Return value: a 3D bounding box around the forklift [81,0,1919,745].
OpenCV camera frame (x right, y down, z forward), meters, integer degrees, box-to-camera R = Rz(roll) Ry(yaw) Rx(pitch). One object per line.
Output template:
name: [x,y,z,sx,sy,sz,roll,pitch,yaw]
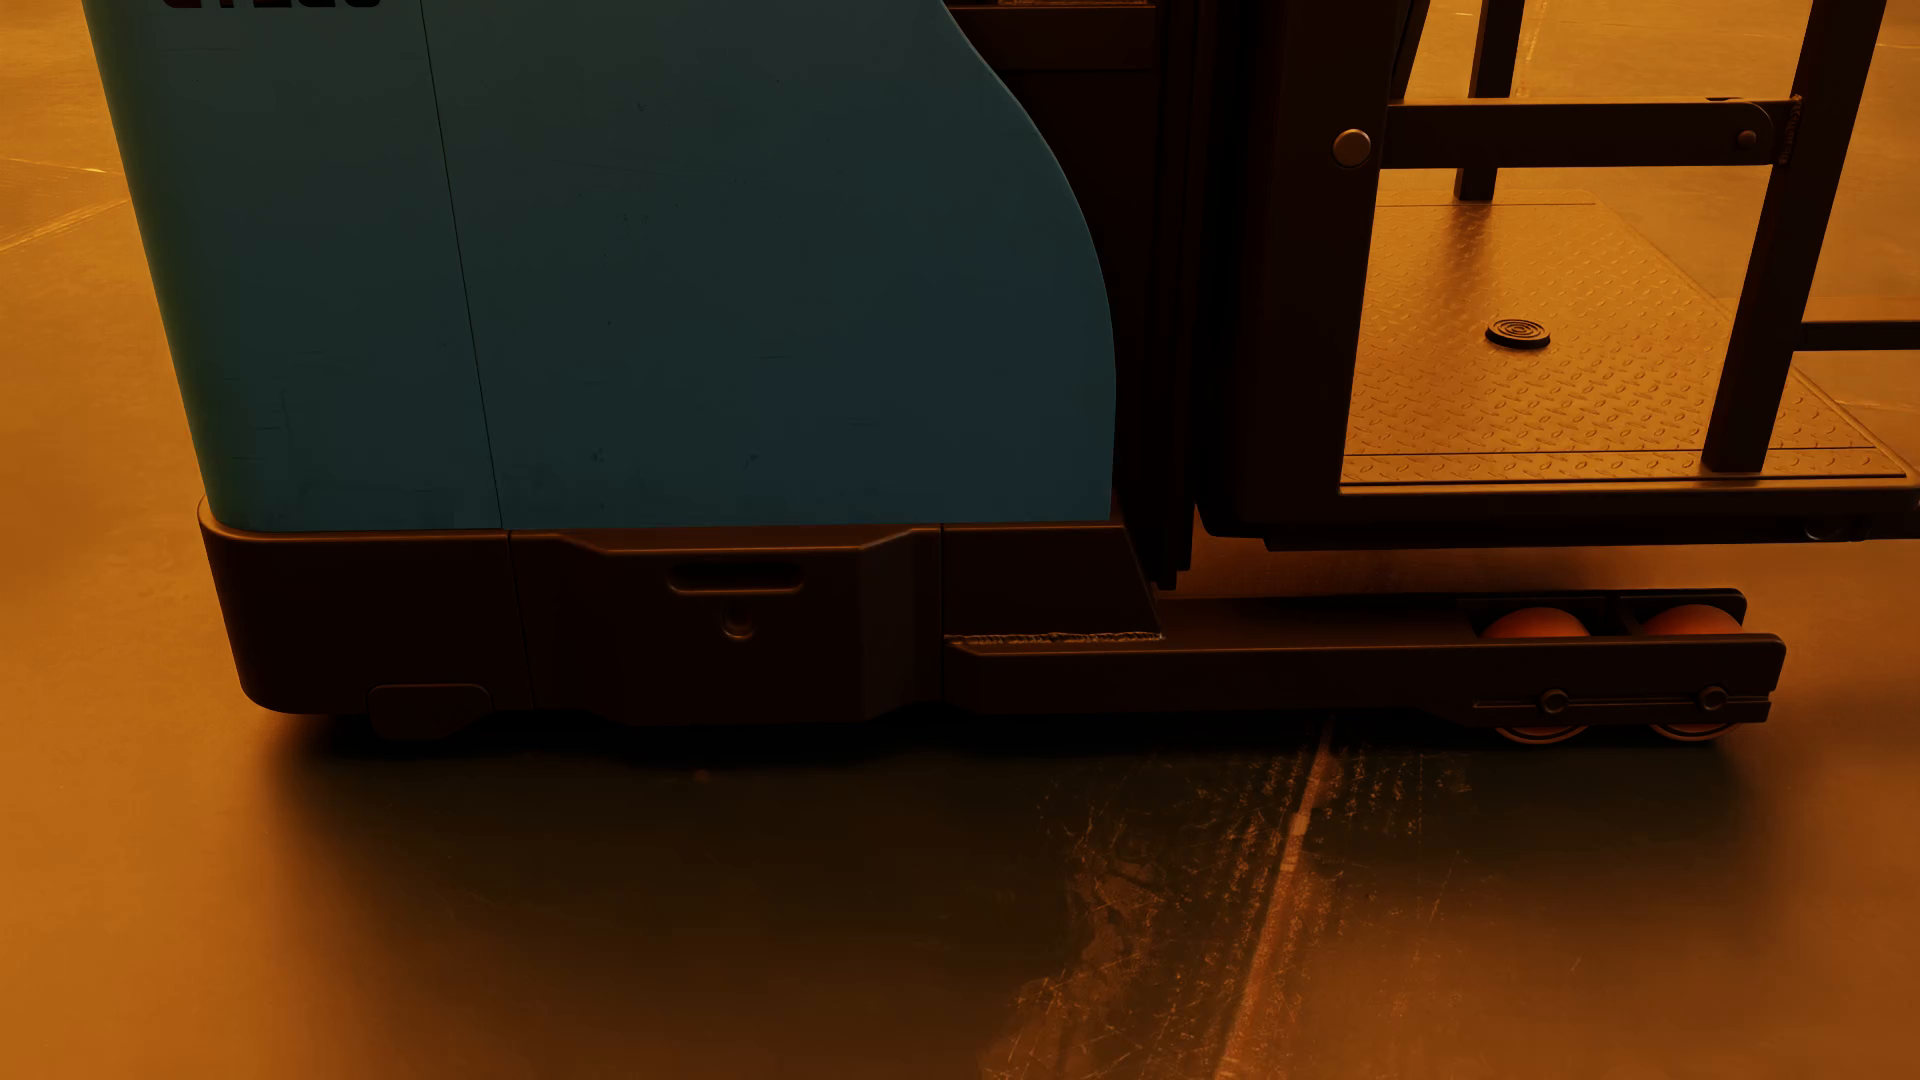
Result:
forklift: [0.608,-1.285,1.795,3.031,2.935,1.130,-1,30,-2]
